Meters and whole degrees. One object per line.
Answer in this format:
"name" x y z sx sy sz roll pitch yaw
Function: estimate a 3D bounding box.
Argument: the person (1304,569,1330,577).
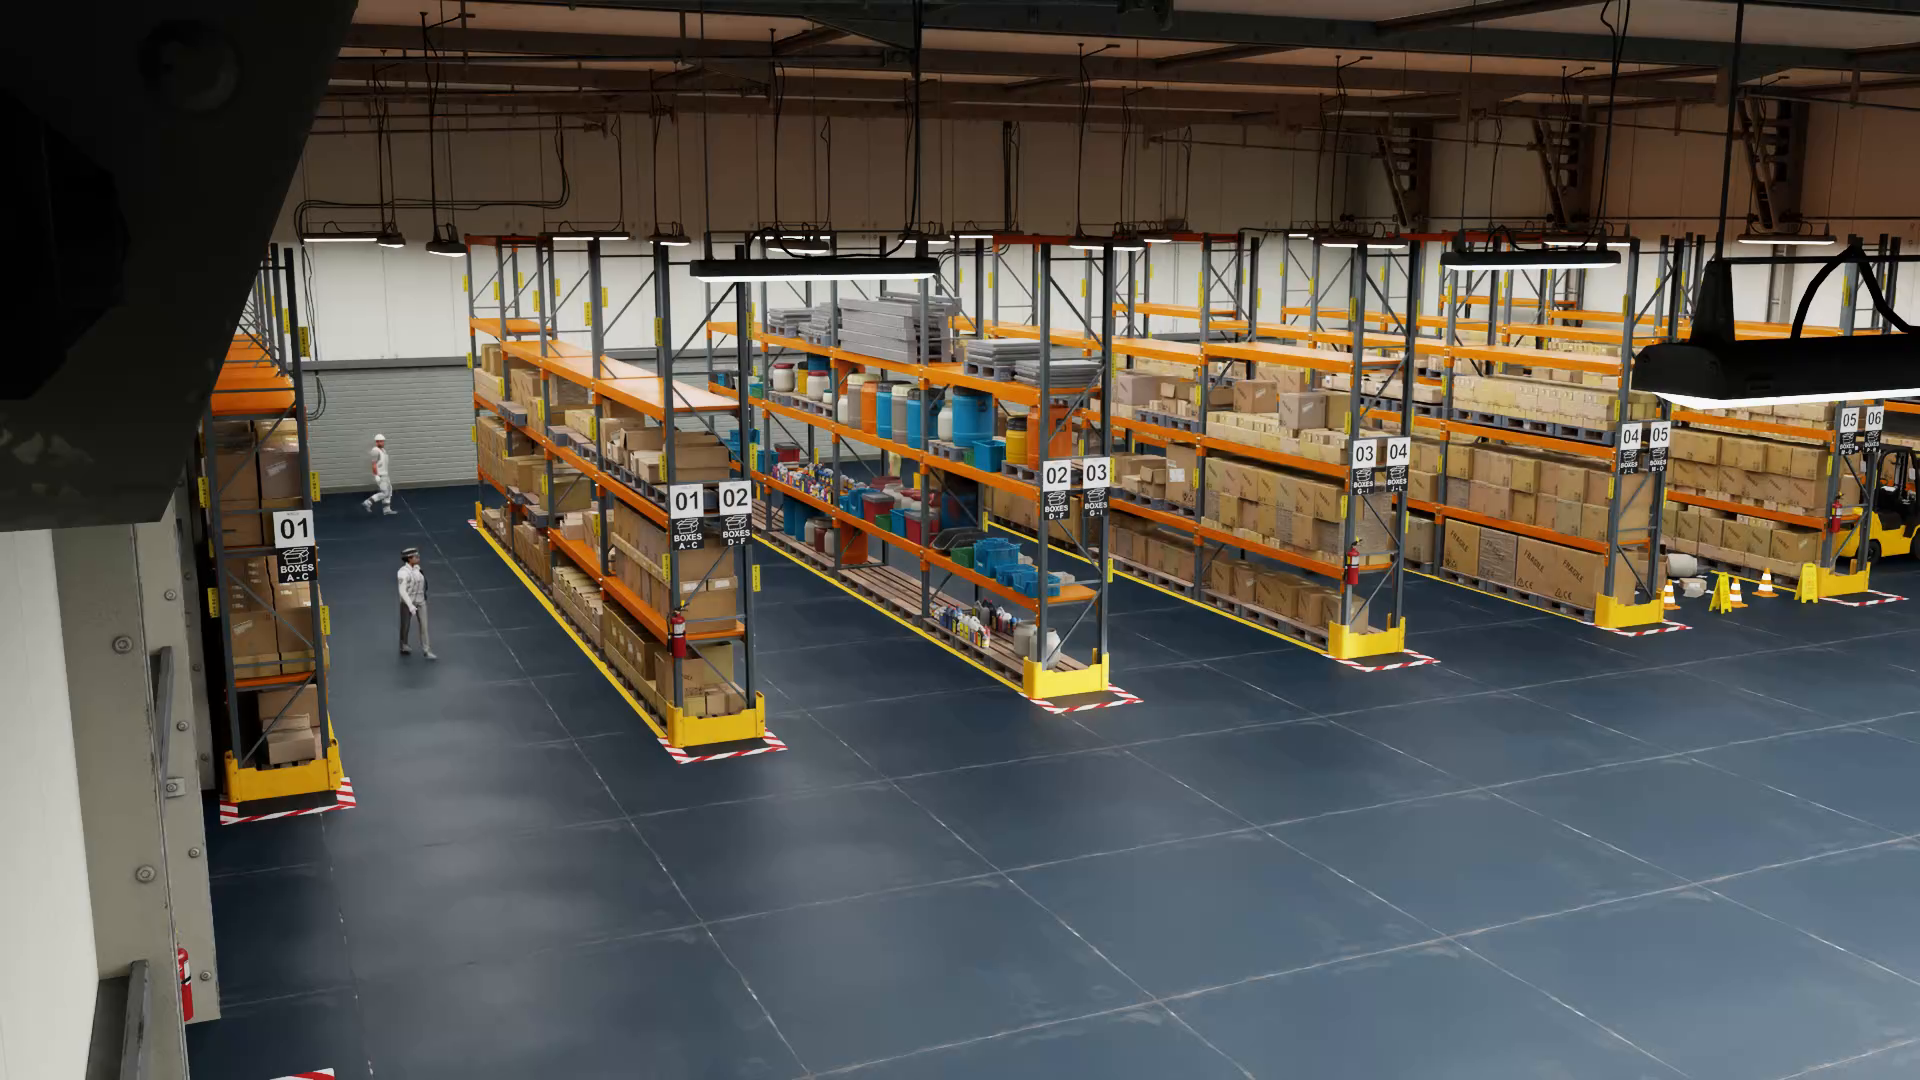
"person" 6.456 -0.223 29.821 0.554 1.757 0.385 5 12 26

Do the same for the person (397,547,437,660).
"person" -7.944 0.908 24.135 0.435 1.610 1.021 -7 13 -32

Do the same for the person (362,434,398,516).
"person" -12.472 -1.390 35.594 0.732 1.760 0.557 -4 12 -21

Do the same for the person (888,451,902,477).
"person" -1.426 -1.362 35.817 0.400 1.696 0.510 -1 11 -3
